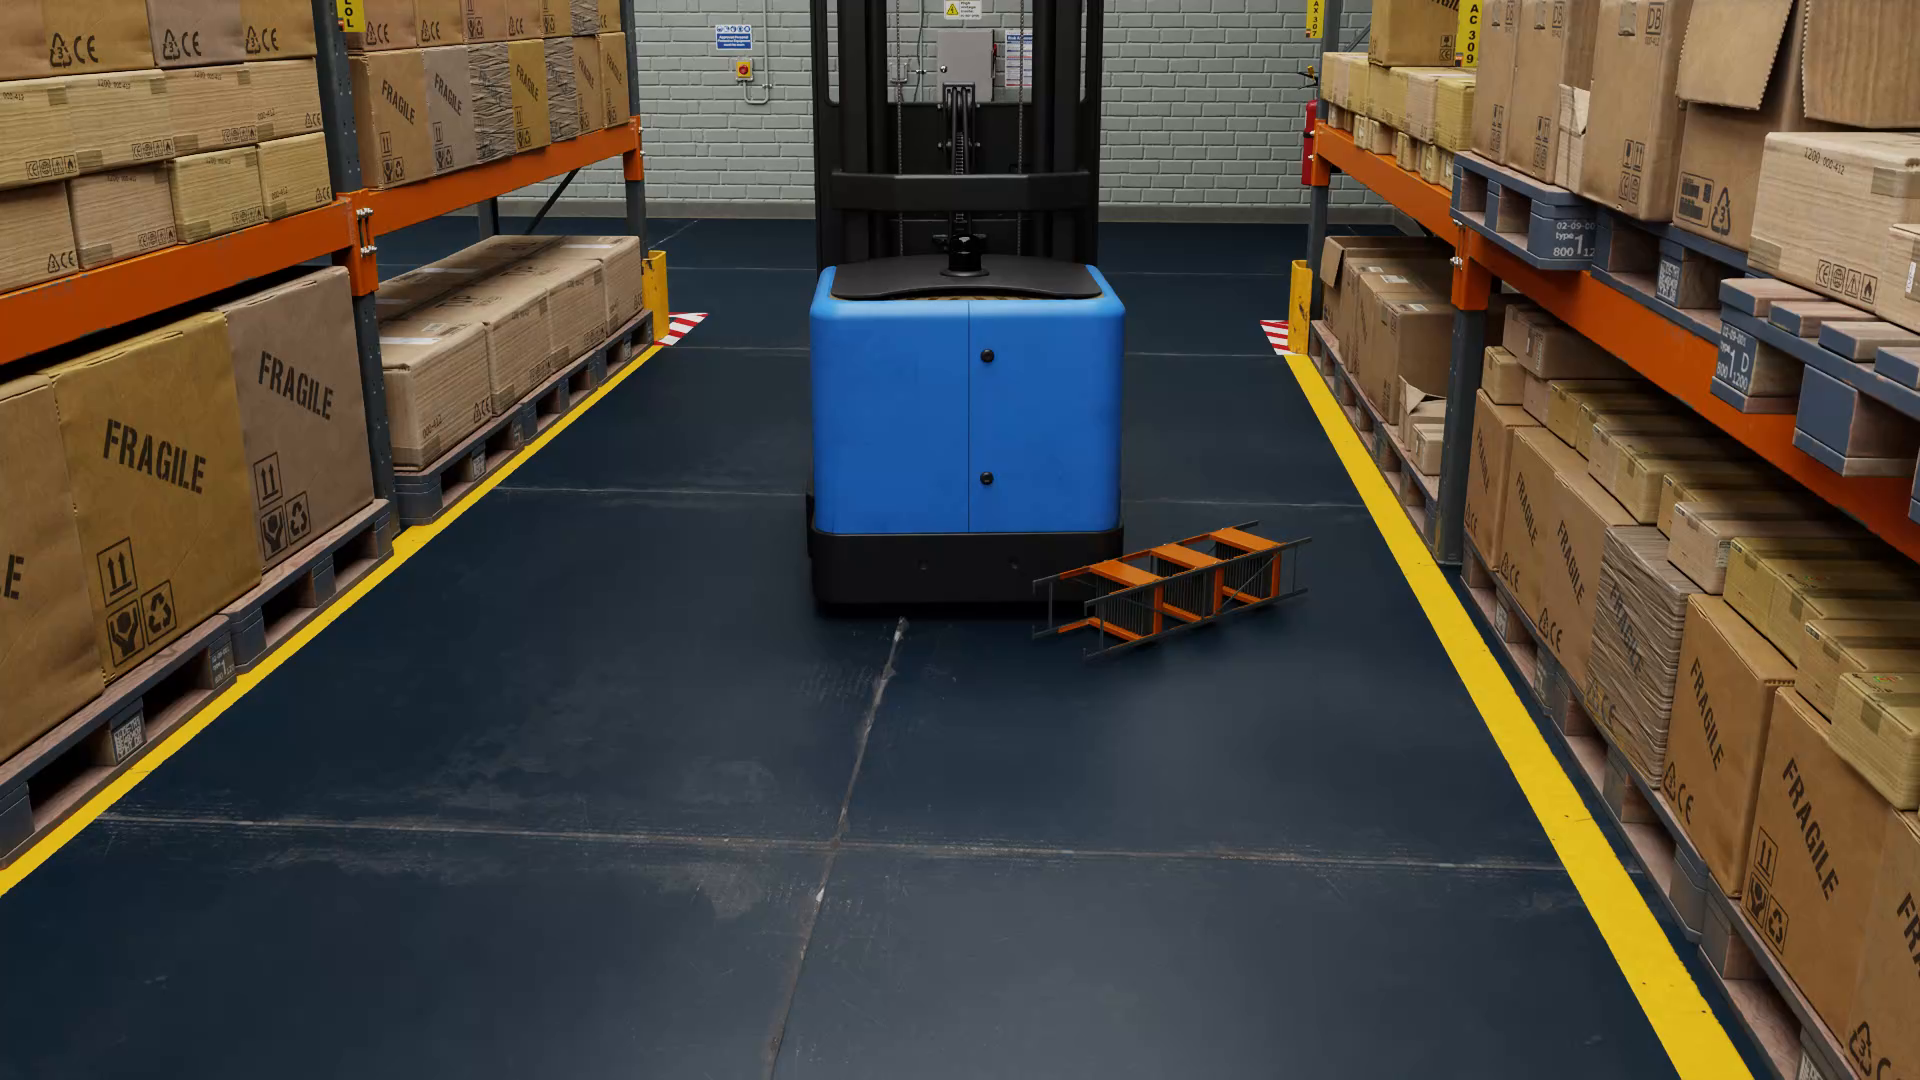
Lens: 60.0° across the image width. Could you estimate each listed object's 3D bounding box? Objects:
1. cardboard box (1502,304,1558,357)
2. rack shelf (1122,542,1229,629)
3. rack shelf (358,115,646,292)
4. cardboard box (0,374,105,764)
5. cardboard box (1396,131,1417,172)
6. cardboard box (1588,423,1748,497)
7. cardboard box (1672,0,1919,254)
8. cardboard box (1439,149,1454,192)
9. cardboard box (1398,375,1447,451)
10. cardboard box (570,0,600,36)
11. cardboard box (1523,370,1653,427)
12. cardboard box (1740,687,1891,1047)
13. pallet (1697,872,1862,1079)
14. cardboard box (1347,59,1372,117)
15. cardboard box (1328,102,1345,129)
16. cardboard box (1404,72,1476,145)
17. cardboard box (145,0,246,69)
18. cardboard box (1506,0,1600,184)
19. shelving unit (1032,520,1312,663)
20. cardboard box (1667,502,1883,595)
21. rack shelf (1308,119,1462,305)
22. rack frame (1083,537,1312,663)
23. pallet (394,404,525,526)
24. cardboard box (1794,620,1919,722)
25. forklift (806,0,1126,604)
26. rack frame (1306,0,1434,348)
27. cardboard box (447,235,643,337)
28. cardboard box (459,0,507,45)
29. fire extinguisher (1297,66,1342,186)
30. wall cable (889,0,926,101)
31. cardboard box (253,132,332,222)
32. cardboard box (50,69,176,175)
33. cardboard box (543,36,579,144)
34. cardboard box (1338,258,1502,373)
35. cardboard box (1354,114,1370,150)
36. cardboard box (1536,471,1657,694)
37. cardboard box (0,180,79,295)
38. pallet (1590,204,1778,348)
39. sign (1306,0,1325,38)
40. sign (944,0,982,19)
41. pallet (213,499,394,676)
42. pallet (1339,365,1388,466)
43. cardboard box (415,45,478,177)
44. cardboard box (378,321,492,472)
[{"bbox_3d":[2.033,-0.688,5.527,0.380,0.149,0.250,1,18,3],"label":"cardboard box"},{"bbox_3d":[0.715,0.157,5.549,0.259,0.215,0.240,-14,23,-36],"label":"rack shelf"},{"bbox_3d":[-2.544,-1.723,8.019,1.077,0.370,4.000,1,18,4],"label":"rack shelf"},{"bbox_3d":[-2.774,0.119,3.980,0.875,0.875,0.875,2,18,5],"label":"cardboard box"},{"bbox_3d":[2.062,-1.643,7.023,0.380,0.149,0.250,1,18,3],"label":"cardboard box"},{"bbox_3d":[1.961,-0.219,4.571,0.380,0.149,0.250,1,18,4],"label":"cardboard box"},{"bbox_3d":[1.909,-0.851,3.364,0.797,0.503,0.637,1,18,3],"label":"cardboard box"},{"bbox_3d":[2.031,-1.401,6.284,0.380,0.149,0.250,2,18,5],"label":"cardboard box"},{"bbox_3d":[2.036,-0.525,6.924,0.396,0.266,0.258,2,18,6],"label":"cardboard box"},{"bbox_3d":[-2.206,-2.891,8.661,0.500,0.500,0.500,1,18,4],"label":"cardboard box"},{"bbox_3d":[2.030,-0.461,5.310,0.380,0.149,0.250,1,18,2],"label":"cardboard box"},{"bbox_3d":[1.839,0.605,3.099,0.500,0.500,0.500,1,18,3],"label":"cardboard box"},{"bbox_3d":[2.068,1.002,3.025,1.003,0.211,1.213,1,18,4],"label":"pallet"},{"bbox_3d":[2.180,-2.197,8.075,0.500,0.250,0.500,1,18,3],"label":"cardboard box"},{"bbox_3d":[2.253,-2.361,9.215,0.380,0.149,0.250,1,18,3],"label":"cardboard box"},{"bbox_3d":[2.078,-1.724,6.629,0.500,0.250,0.500,1,18,4],"label":"cardboard box"},{"bbox_3d":[-2.499,-1.661,4.909,0.500,0.500,0.500,2,18,5],"label":"cardboard box"},{"bbox_3d":[1.968,-1.275,4.662,0.700,0.500,0.500,1,18,5],"label":"cardboard box"},{"bbox_3d":[0.723,0.155,5.555,1.050,0.215,0.252,-14,23,-36],"label":"shelving unit"},{"bbox_3d":[1.882,0.018,3.849,0.380,0.149,0.250,0,18,1],"label":"cardboard box"},{"bbox_3d":[2.407,-1.613,7.685,1.077,0.370,4.000,1,18,4],"label":"rack shelf"},{"bbox_3d":[0.799,0.185,5.464,1.050,0.200,0.008,-14,23,-36],"label":"rack frame"},{"bbox_3d":[-2.555,-0.353,7.161,1.003,0.211,1.213,1,18,4],"label":"pallet"},{"bbox_3d":[1.811,0.263,3.101,0.380,0.149,0.250,1,18,2],"label":"cardboard box"},{"bbox_3d":[-0.021,-1.588,6.561,1.130,2.935,3.031,-1,18,-2],"label":"forklift"},{"bbox_3d":[2.550,-2.576,9.468,1.000,3.000,0.127,1,18,4],"label":"rack frame"},{"bbox_3d":[-2.349,-1.461,9.504,0.875,0.438,0.875,1,18,2],"label":"cardboard box"},{"bbox_3d":[-2.322,-2.424,7.238,0.500,0.500,0.500,2,18,5],"label":"cardboard box"},{"bbox_3d":[2.100,-2.418,9.709,0.296,0.674,0.183,1,18,4],"label":"fire extinguisher"},{"bbox_3d":[-0.605,-4.892,14.905,0.588,1.984,0.122,1,18,4],"label":"wall cable"},{"bbox_3d":[-2.469,-1.227,5.593,0.500,0.250,0.500,1,18,3],"label":"cardboard box"},{"bbox_3d":[-2.537,-1.151,4.557,0.500,0.250,0.500,2,18,5],"label":"cardboard box"},{"bbox_3d":[-2.250,-2.262,8.349,0.500,0.500,0.500,2,18,6],"label":"cardboard box"},{"bbox_3d":[2.312,-1.136,8.411,0.700,0.500,0.500,2,18,6],"label":"cardboard box"},{"bbox_3d":[2.111,-1.962,7.997,0.380,0.149,0.250,1,18,2],"label":"cardboard box"},{"bbox_3d":[1.936,0.120,4.579,0.500,0.500,0.500,1,18,2],"label":"cardboard box"},{"bbox_3d":[-2.594,-0.752,4.143,0.500,0.250,0.500,1,18,4],"label":"cardboard box"},{"bbox_3d":[2.111,-0.605,3.759,1.003,0.211,1.213,1,18,4],"label":"pallet"},{"bbox_3d":[2.009,-3.000,9.370,0.100,0.325,0.005,1,18,4],"label":"sign"},{"bbox_3d":[0.024,-4.804,14.939,0.339,0.242,0.001,1,18,4],"label":"sign"},{"bbox_3d":[-2.668,0.123,5.709,1.003,0.211,1.213,1,18,4],"label":"pallet"},{"bbox_3d":[2.398,-0.602,7.922,1.003,0.211,1.213,1,18,4],"label":"pallet"},{"bbox_3d":[-2.353,-1.787,6.900,0.500,0.500,0.500,1,18,4],"label":"cardboard box"},{"bbox_3d":[-2.536,-0.618,6.933,0.875,0.438,0.875,1,18,3],"label":"cardboard box"}]
